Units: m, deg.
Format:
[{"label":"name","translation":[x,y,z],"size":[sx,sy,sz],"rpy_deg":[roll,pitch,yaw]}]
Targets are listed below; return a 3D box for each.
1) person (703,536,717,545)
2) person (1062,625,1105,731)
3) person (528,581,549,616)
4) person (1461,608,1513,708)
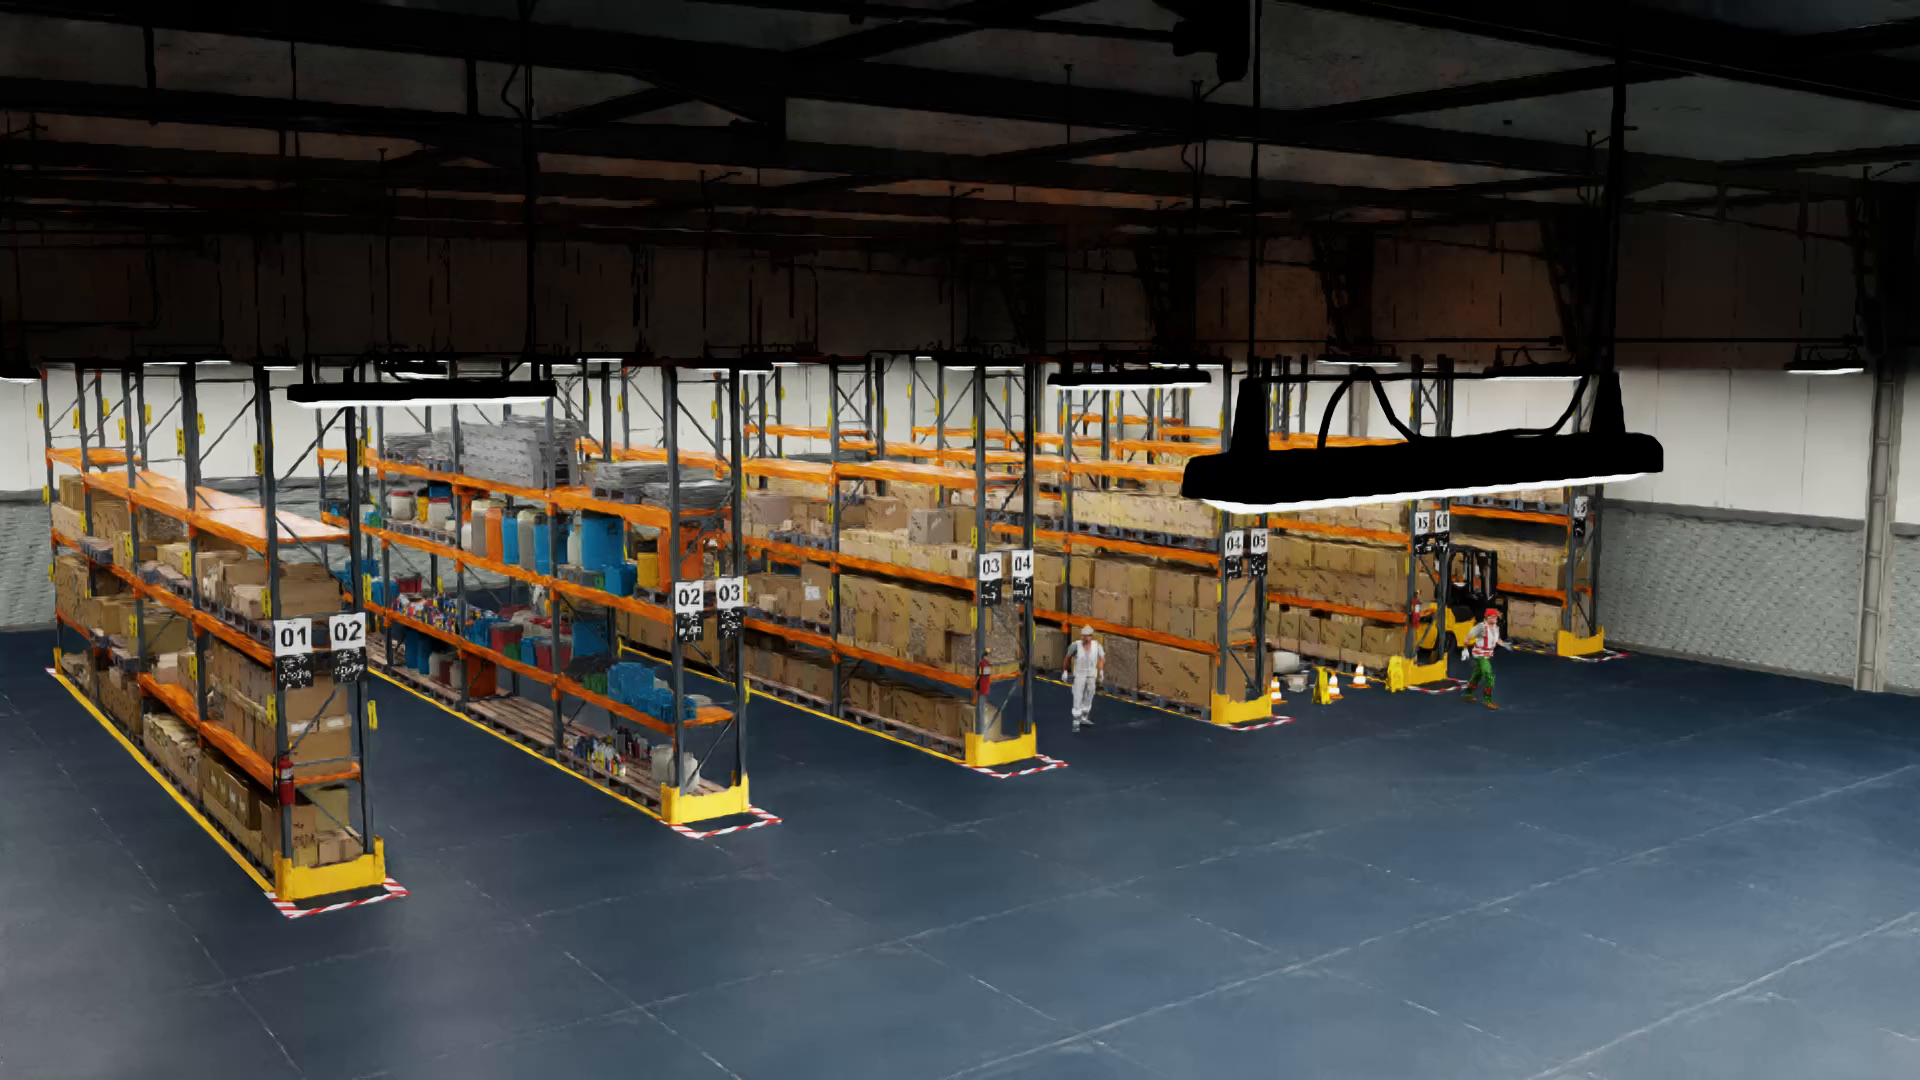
[{"label":"person","translation":[-6.131,0.623,40.314],"size":[0.595,1.717,1.068],"rpy_deg":[-2,7,-19]},{"label":"person","translation":[2.024,2.224,27.060],"size":[0.671,1.732,0.764],"rpy_deg":[-2,7,-15]},{"label":"person","translation":[-9.157,1.204,35.795],"size":[0.658,1.651,0.595],"rpy_deg":[-5,9,-37]},{"label":"person","translation":[9.113,2.009,28.907],"size":[0.701,1.714,0.868],"rpy_deg":[-6,9,-39]}]
